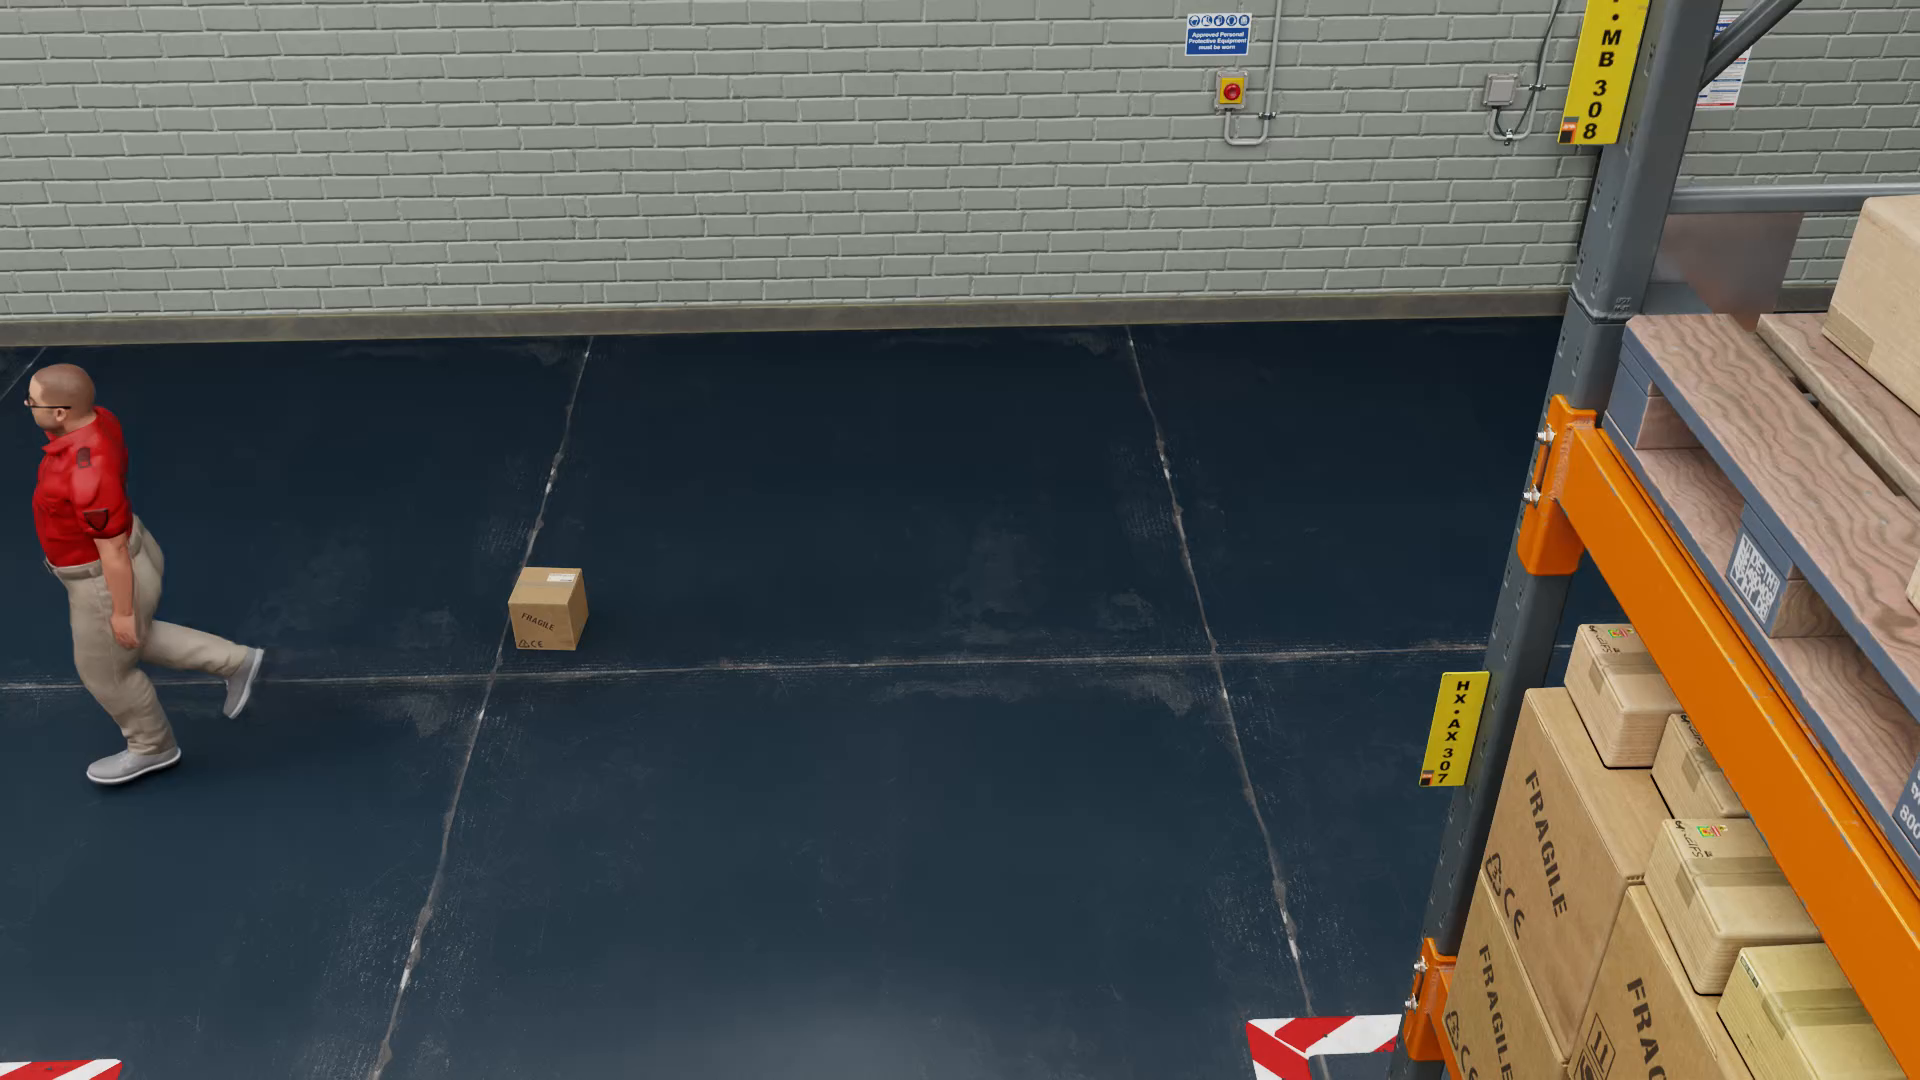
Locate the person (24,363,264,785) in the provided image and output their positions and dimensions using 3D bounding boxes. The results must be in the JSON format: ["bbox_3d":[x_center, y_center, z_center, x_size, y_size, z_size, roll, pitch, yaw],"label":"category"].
[{"bbox_3d":[-3.000,0.111,5.974,0.694,1.696,0.539,-12,37,-16],"label":"person"}]
